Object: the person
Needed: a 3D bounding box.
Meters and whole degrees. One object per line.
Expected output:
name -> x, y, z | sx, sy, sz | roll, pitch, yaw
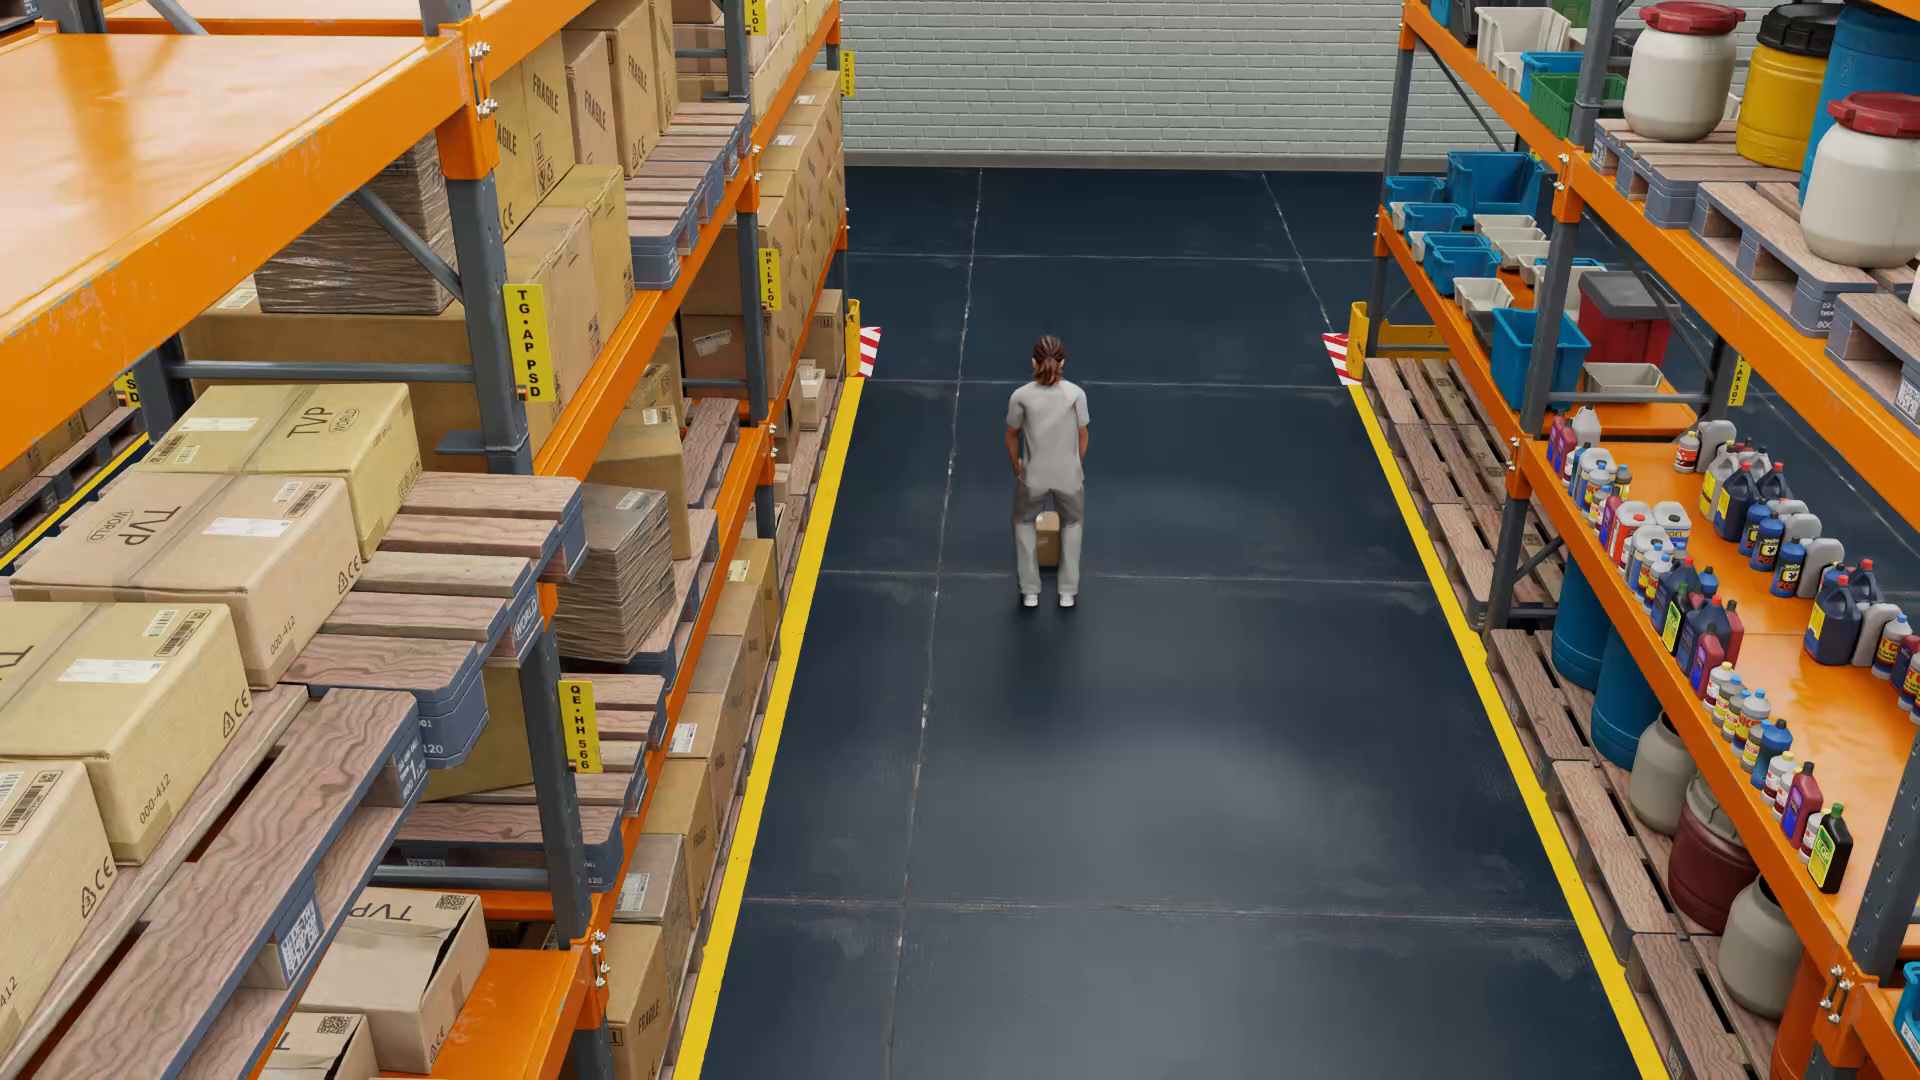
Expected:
person -> 0.487, -0.373, 9.440 | 0.475, 1.573, 0.467 | 2, 28, 3
